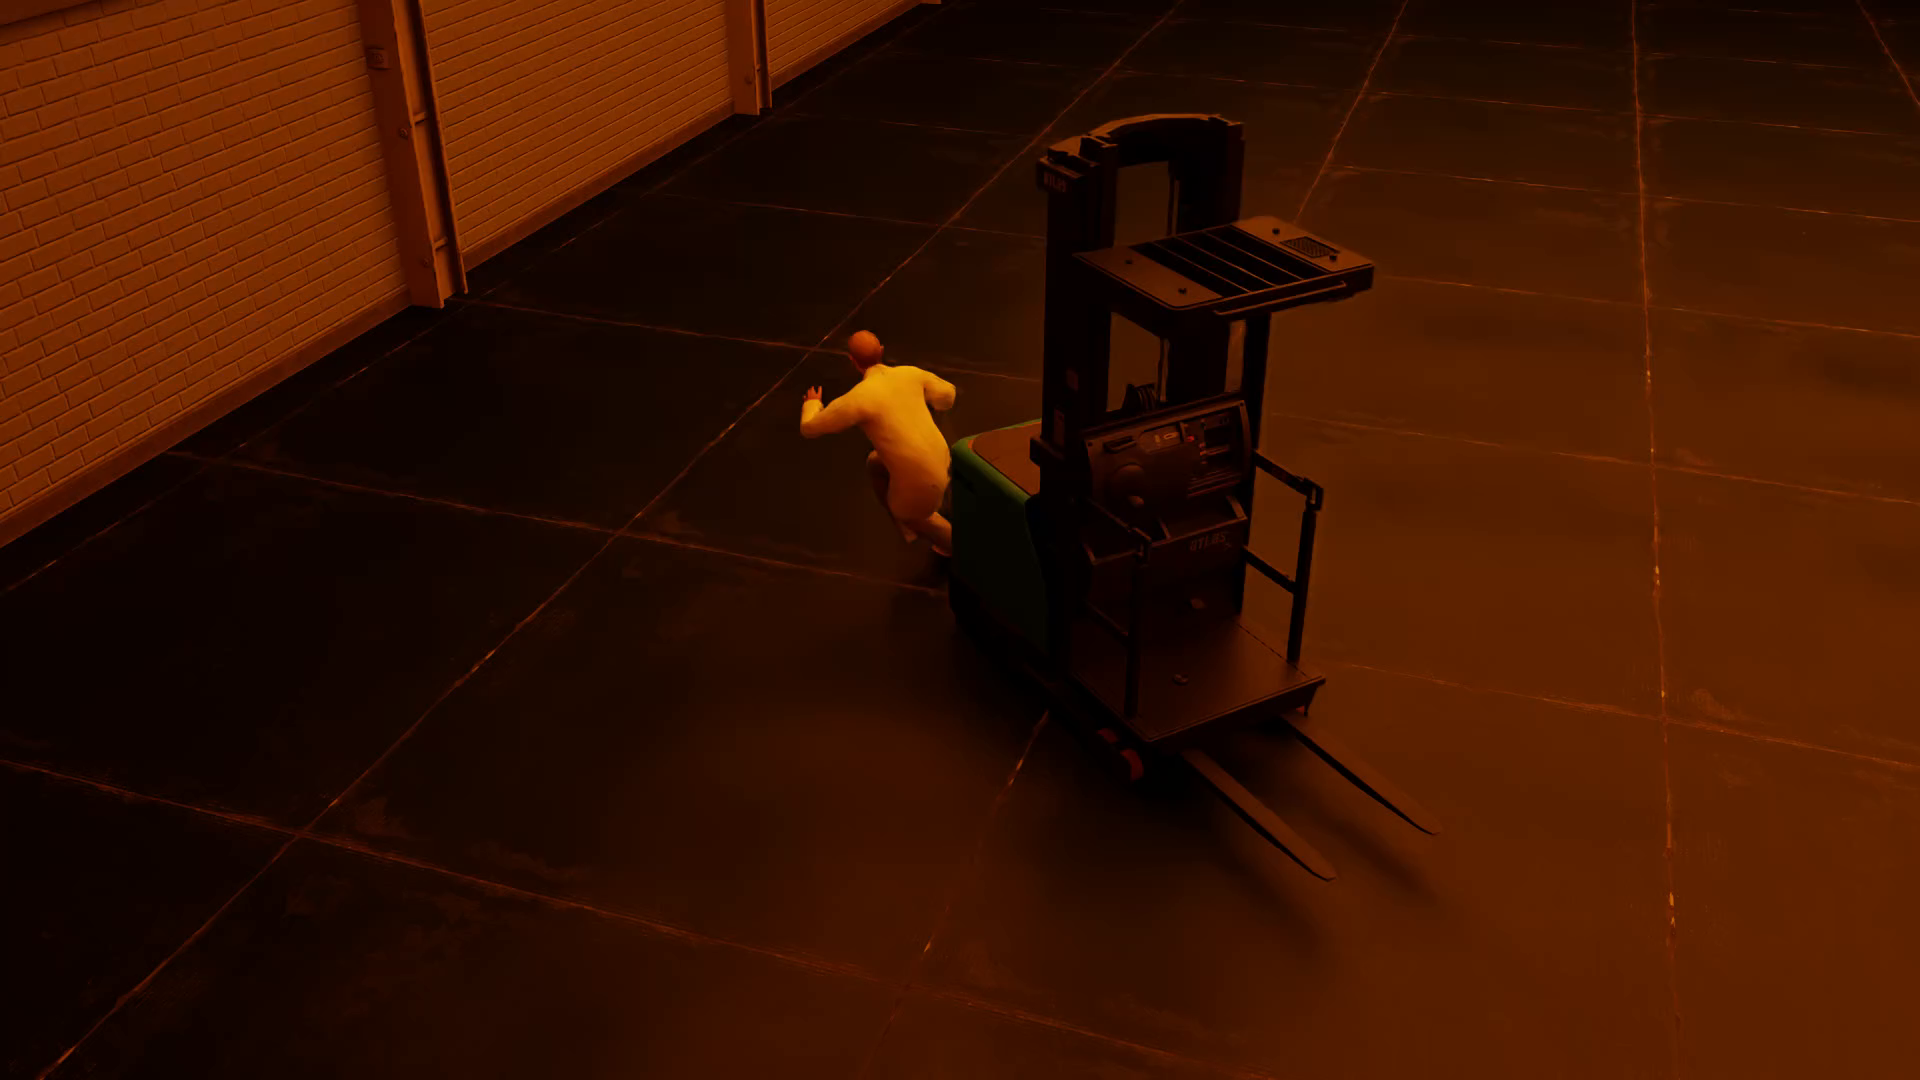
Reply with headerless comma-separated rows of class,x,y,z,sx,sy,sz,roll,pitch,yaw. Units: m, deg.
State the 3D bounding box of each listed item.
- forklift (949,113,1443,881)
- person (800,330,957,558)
forklift,1.105,-0.359,7.766,1.130,2.935,3.031,-16,33,-26
person,-0.411,-0.503,9.445,0.906,1.545,1.033,17,34,27
